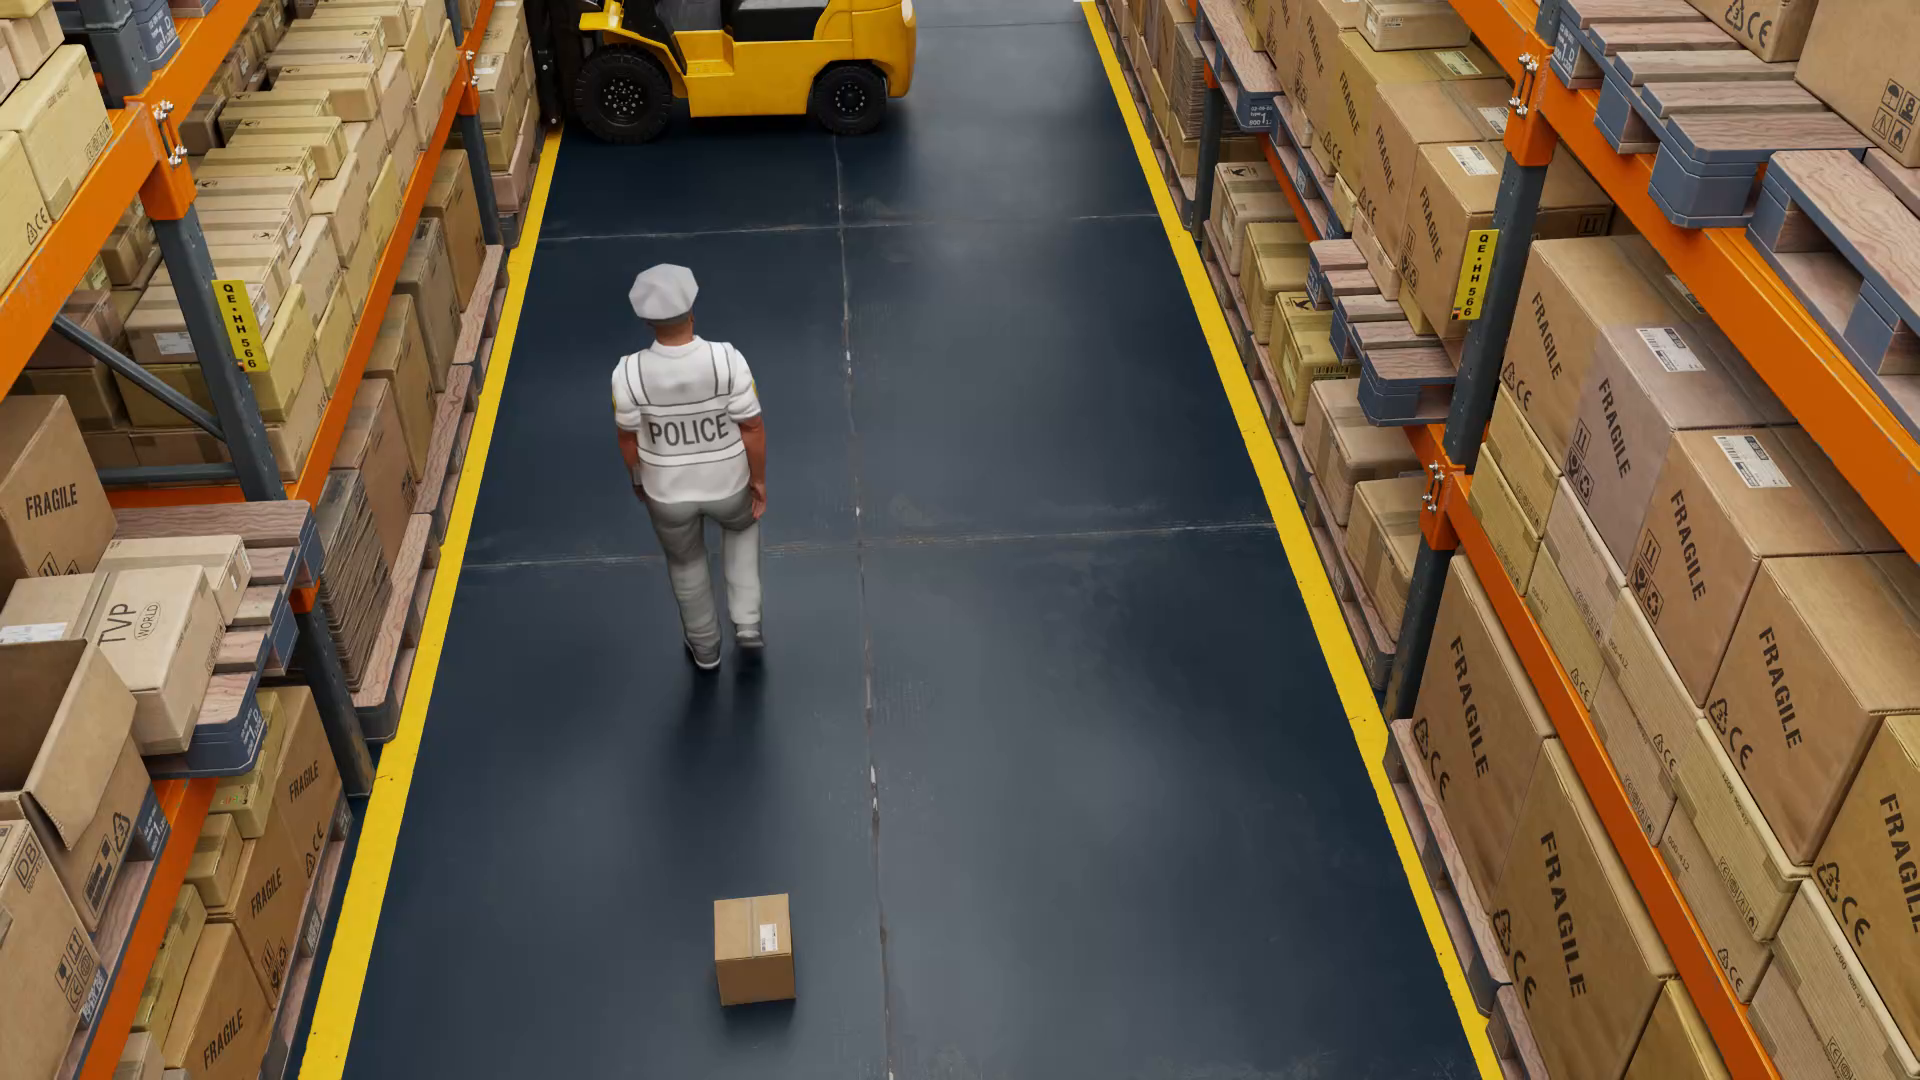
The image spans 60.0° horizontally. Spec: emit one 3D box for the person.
[{"bbox_3d":[-1.017,-0.241,6.414,0.543,1.793,0.463,-8,40,-10],"label":"person"}]
